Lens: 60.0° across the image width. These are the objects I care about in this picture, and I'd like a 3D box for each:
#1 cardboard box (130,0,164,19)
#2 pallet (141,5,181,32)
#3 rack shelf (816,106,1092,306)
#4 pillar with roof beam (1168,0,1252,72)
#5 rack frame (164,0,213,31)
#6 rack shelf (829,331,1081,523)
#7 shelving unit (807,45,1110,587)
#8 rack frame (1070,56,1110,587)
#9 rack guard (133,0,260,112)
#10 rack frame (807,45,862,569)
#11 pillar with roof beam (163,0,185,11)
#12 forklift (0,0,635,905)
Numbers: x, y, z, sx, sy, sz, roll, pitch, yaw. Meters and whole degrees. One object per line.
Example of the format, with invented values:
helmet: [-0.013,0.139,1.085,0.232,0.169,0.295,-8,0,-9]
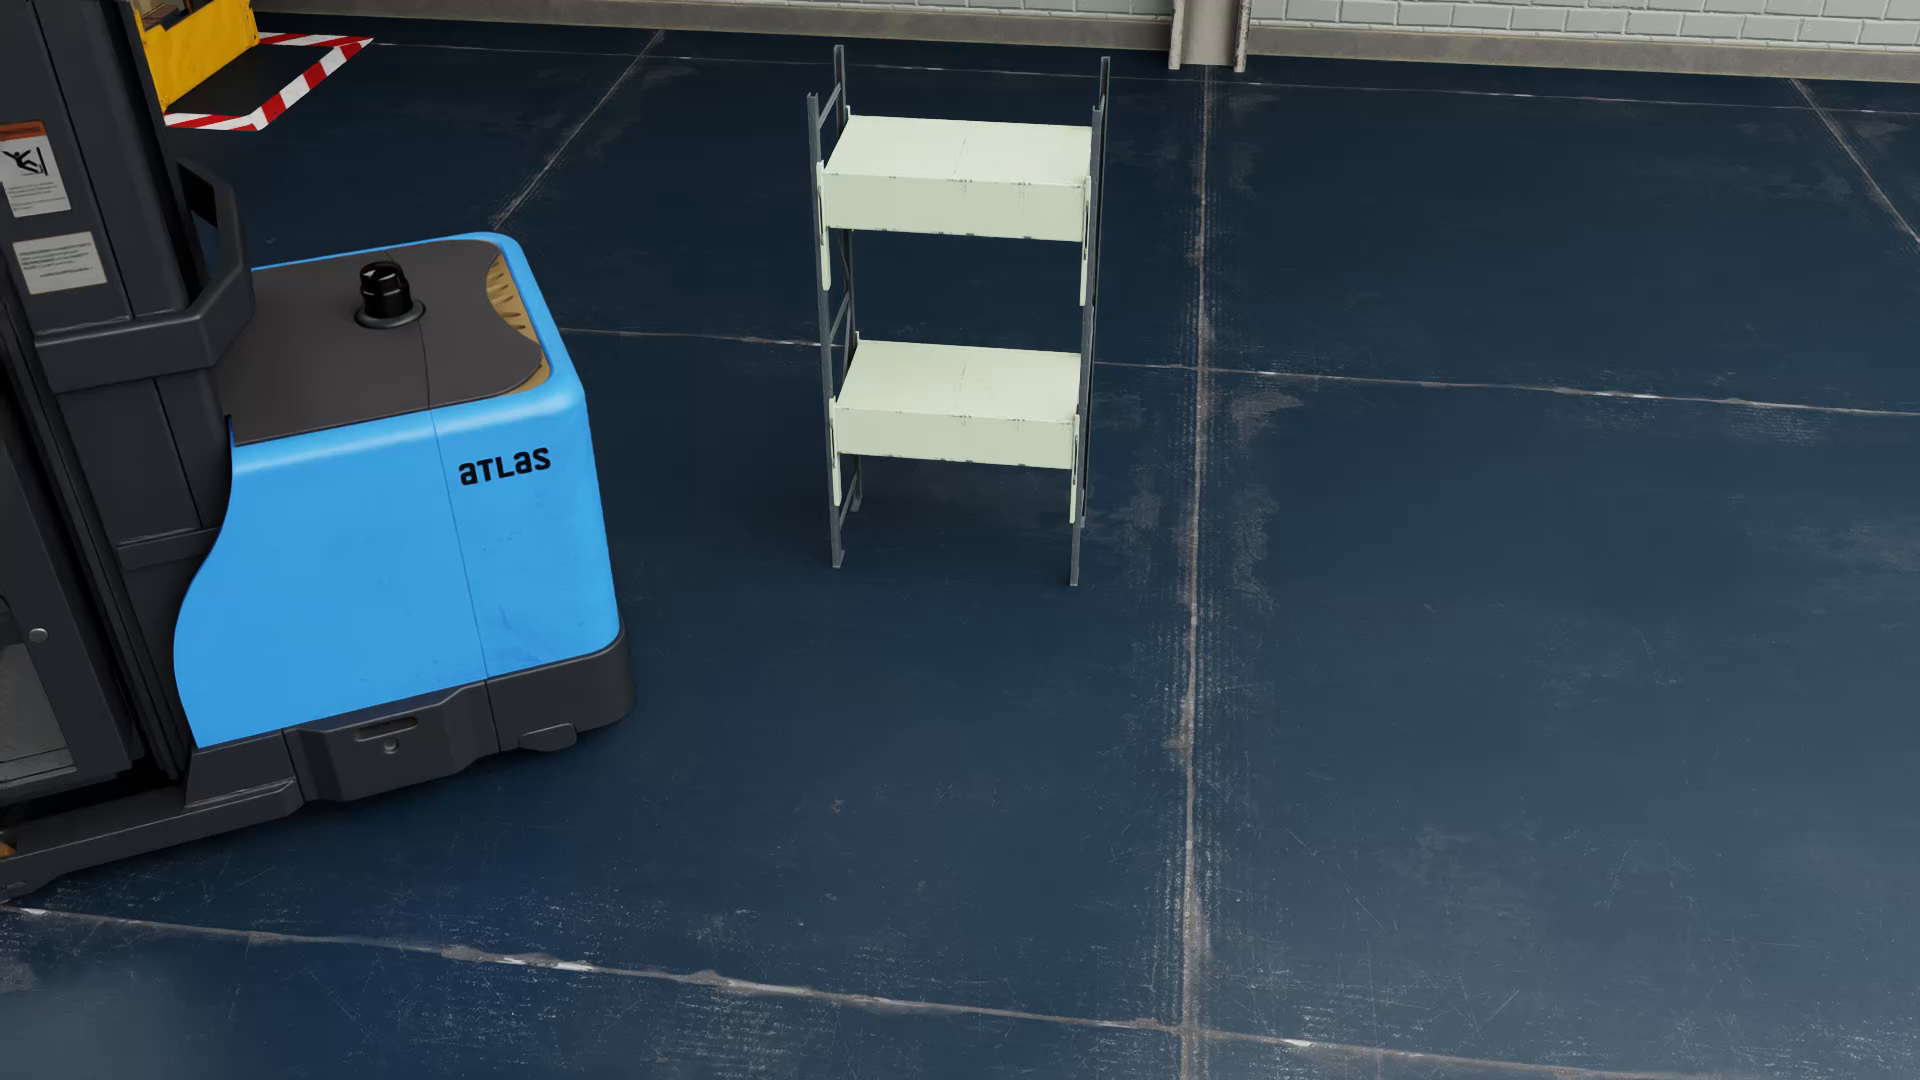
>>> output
cardboard box: [-4.531,-2.837,8.648,0.500,0.250,0.500,4,36,6]
pallet: [-4.833,-2.533,8.618,1.213,0.211,1.003,4,36,6]
rack shelf: [0.007,-0.928,4.587,0.720,0.370,0.431,4,36,6]
pillar with roof beam: [0.758,-3.724,2.722,0.400,9.000,9.100,4,36,6]
rack frame: [-4.069,-3.636,7.762,0.127,3.000,1.000,4,36,6]
rack shelf: [0.007,-0.345,5.003,0.720,0.370,0.431,4,36,6]
shelving unit: [0.007,-0.610,4.814,0.755,1.500,0.431,4,36,6]
rack frame: [0.370,-0.583,4.776,0.023,1.500,0.400,4,36,6]
rack guard: [-4.045,-2.617,8.486,0.348,0.500,1.175,4,36,6]
rack frame: [-0.356,-0.637,4.852,0.023,1.500,0.400,4,36,6]
pillar with roof beam: [-5.193,-4.168,3.344,0.400,9.000,9.100,4,36,6]
forklift: [-2.450,-0.611,3.583,3.031,2.935,1.130,-13,38,-18]
